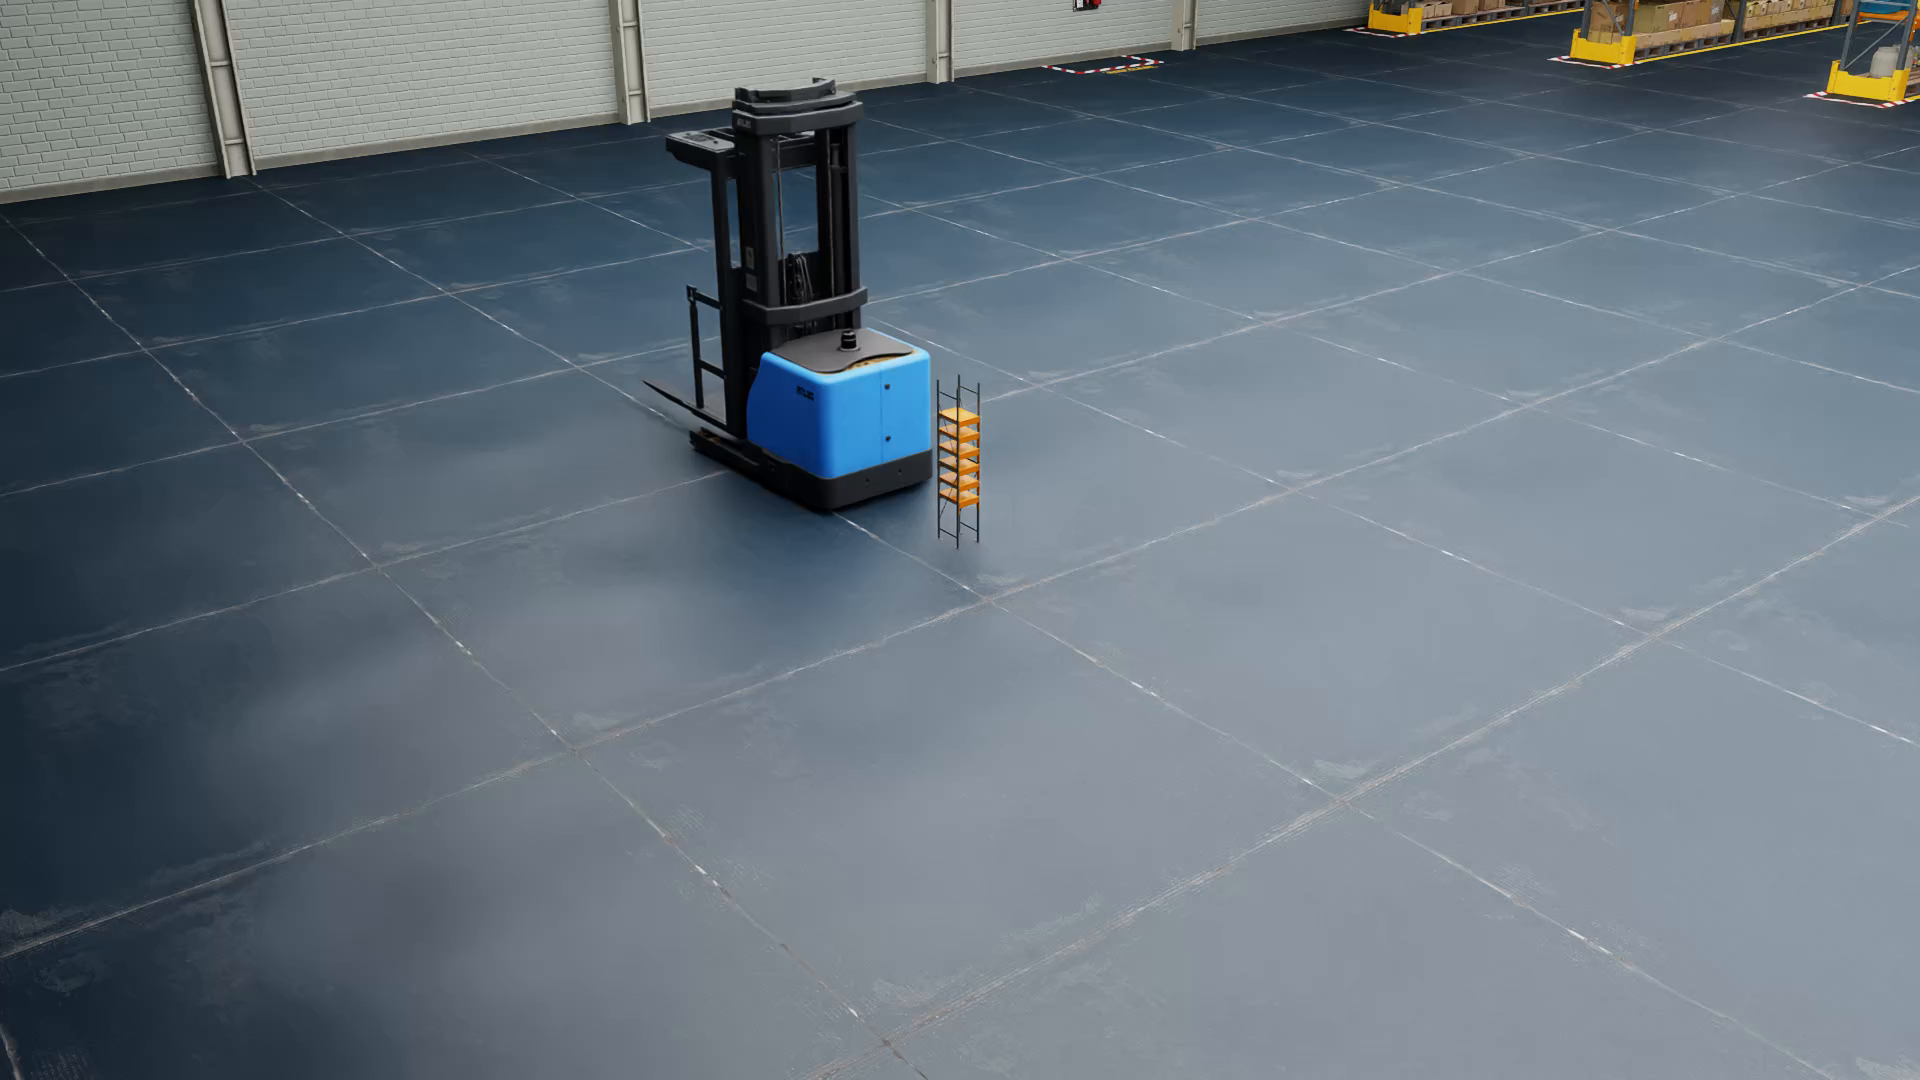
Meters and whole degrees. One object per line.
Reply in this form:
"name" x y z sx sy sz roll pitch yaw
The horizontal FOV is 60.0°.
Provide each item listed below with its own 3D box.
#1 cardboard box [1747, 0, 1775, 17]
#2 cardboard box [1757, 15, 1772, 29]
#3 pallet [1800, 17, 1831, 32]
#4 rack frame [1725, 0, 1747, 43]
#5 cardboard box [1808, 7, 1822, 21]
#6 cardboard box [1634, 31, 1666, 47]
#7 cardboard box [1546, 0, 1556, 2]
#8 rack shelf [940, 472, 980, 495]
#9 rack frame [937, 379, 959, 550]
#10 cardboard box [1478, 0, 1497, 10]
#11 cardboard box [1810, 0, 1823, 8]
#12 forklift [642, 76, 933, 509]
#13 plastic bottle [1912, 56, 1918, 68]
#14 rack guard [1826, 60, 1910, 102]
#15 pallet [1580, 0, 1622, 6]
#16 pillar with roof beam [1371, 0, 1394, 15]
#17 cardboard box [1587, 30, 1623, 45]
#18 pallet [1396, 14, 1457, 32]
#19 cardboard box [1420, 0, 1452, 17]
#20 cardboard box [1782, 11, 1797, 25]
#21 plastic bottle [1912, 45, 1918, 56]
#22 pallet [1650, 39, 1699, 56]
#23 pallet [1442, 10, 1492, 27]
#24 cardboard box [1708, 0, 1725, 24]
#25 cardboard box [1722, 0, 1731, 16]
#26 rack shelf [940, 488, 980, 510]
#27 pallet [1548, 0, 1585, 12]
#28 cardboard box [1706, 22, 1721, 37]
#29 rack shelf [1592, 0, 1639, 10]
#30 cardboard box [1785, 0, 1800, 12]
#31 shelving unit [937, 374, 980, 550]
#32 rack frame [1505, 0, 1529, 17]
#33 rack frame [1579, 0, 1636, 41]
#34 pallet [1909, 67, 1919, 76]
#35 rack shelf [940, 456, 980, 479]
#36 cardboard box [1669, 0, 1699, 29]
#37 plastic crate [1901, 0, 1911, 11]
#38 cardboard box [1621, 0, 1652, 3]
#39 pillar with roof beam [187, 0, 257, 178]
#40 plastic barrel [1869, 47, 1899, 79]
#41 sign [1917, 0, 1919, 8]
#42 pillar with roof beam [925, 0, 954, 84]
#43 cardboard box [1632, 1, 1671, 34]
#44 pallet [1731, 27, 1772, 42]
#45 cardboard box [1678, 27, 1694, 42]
"cardboard box" 16.160 -10.835 33.761 0.500 0.311 0.500 -19 31 -35
"cardboard box" 16.157 -10.583 33.884 0.500 0.250 0.500 -17 30 -33
"pallet" 17.760 -11.057 35.452 1.213 0.211 1.003 -18 31 -34
"rack frame" 15.284 -11.484 33.059 0.127 3.000 1.000 -18 31 -34
"cardboard box" 17.765 -11.114 35.029 0.500 0.250 0.500 -19 31 -35
"cardboard box" 13.087 -9.585 31.735 0.500 0.250 0.500 -18 31 -34
"cardboard box" 13.169 -12.538 37.775 0.500 0.500 0.700 -19 31 -35
"rack shelf" -0.011 -0.391 11.686 0.180 0.103 0.258 -18 31 -34
"rack frame" -0.083 -0.517 11.565 0.006 1.200 0.240 -18 31 -34
"cardboard box" 11.432 -11.907 36.417 0.500 0.500 0.500 -21 32 -38
"cardboard box" 17.766 -11.366 34.906 0.500 0.311 0.500 -19 31 -35
"forklift" -1.527 -2.107 12.936 1.130 2.935 3.031 -19 31 -35
"plastic bottle" 16.781 -8.412 29.240 0.097 0.201 0.097 0 25 0
"rack guard" 15.221 -7.705 27.885 0.348 0.500 1.175 -18 31 -34
"pallet" 14.756 -12.696 38.982 1.213 0.211 1.003 -18 31 -34
"pillar with roof beam" 11.750 -13.849 31.027 0.400 9.000 9.100 -18 31 -34
"cardboard box" 12.376 -9.626 31.822 0.500 0.250 0.500 -18 31 -34
"pallet" 9.797 -11.039 35.413 1.213 0.211 1.003 -18 31 -34
"cardboard box" 10.125 -11.363 35.470 0.500 0.311 0.500 -15 29 -30
"cardboard box" 16.964 -10.850 34.460 0.500 0.250 0.500 -18 30 -33
"plastic bottle" 16.817 -8.560 29.383 0.185 0.351 0.144 -17 30 -32
"pallet" 13.672 -9.708 32.544 1.213 0.211 1.003 -18 31 -34
"pallet" 10.757 -11.355 36.092 1.213 0.211 1.003 -18 31 -34
"cardboard box" 14.653 -10.449 32.705 0.500 0.500 0.500 -18 31 -34
"cardboard box" 15.426 -10.882 33.863 0.500 0.311 0.500 -18 31 -34
"rack shelf" -0.011 -0.282 11.736 0.180 0.103 0.258 -18 31 -34
"pallet" 13.797 -12.381 38.303 1.213 0.211 1.003 -18 31 -34
"cardboard box" 14.654 -10.108 32.861 0.500 0.250 0.500 -18 31 -34
"rack shelf" 13.710 -10.638 32.091 4.000 0.370 1.077 -18 31 -34
"cardboard box" 16.972 -11.106 34.346 0.500 0.311 0.500 -17 30 -33
"shelving unit" -0.011 -0.540 11.617 0.189 1.200 0.258 -18 31 -34
"rack frame" 12.224 -13.124 36.593 0.127 3.000 1.000 -18 31 -34
"rack frame" 12.136 -10.445 30.820 0.127 3.000 1.000 -18 31 -34
"pallet" 16.823 -8.098 29.076 1.213 0.211 1.003 -18 31 -34
"rack shelf" -0.011 -0.500 11.635 0.180 0.103 0.258 -18 31 -34
"cardboard box" 13.877 -10.183 32.132 0.500 0.500 0.500 -18 31 -34
"plastic crate" 15.914 -9.132 28.167 0.408 0.251 0.499 -18 31 -34
"cardboard box" 13.152 -10.231 32.236 0.500 0.500 0.500 -18 31 -34
"pillar with roof beam" -7.136 -7.614 17.594 0.400 9.000 9.100 -18 31 -34
"plastic barrel" 15.661 -8.062 28.141 0.421 0.512 0.421 0 25 0
"sign" 15.526 -8.745 26.829 0.005 0.325 0.100 -18 31 -34
"pillar with roof beam" 2.307 -10.731 24.311 0.400 9.000 9.100 -18 31 -34
"cardboard box" 13.088 -9.925 31.575 0.500 0.500 0.500 -18 31 -34
"pallet" 15.840 -10.424 34.086 1.213 0.211 1.003 -18 31 -34
"cardboard box" 13.877 -9.843 32.290 0.500 0.250 0.500 -18 31 -34
